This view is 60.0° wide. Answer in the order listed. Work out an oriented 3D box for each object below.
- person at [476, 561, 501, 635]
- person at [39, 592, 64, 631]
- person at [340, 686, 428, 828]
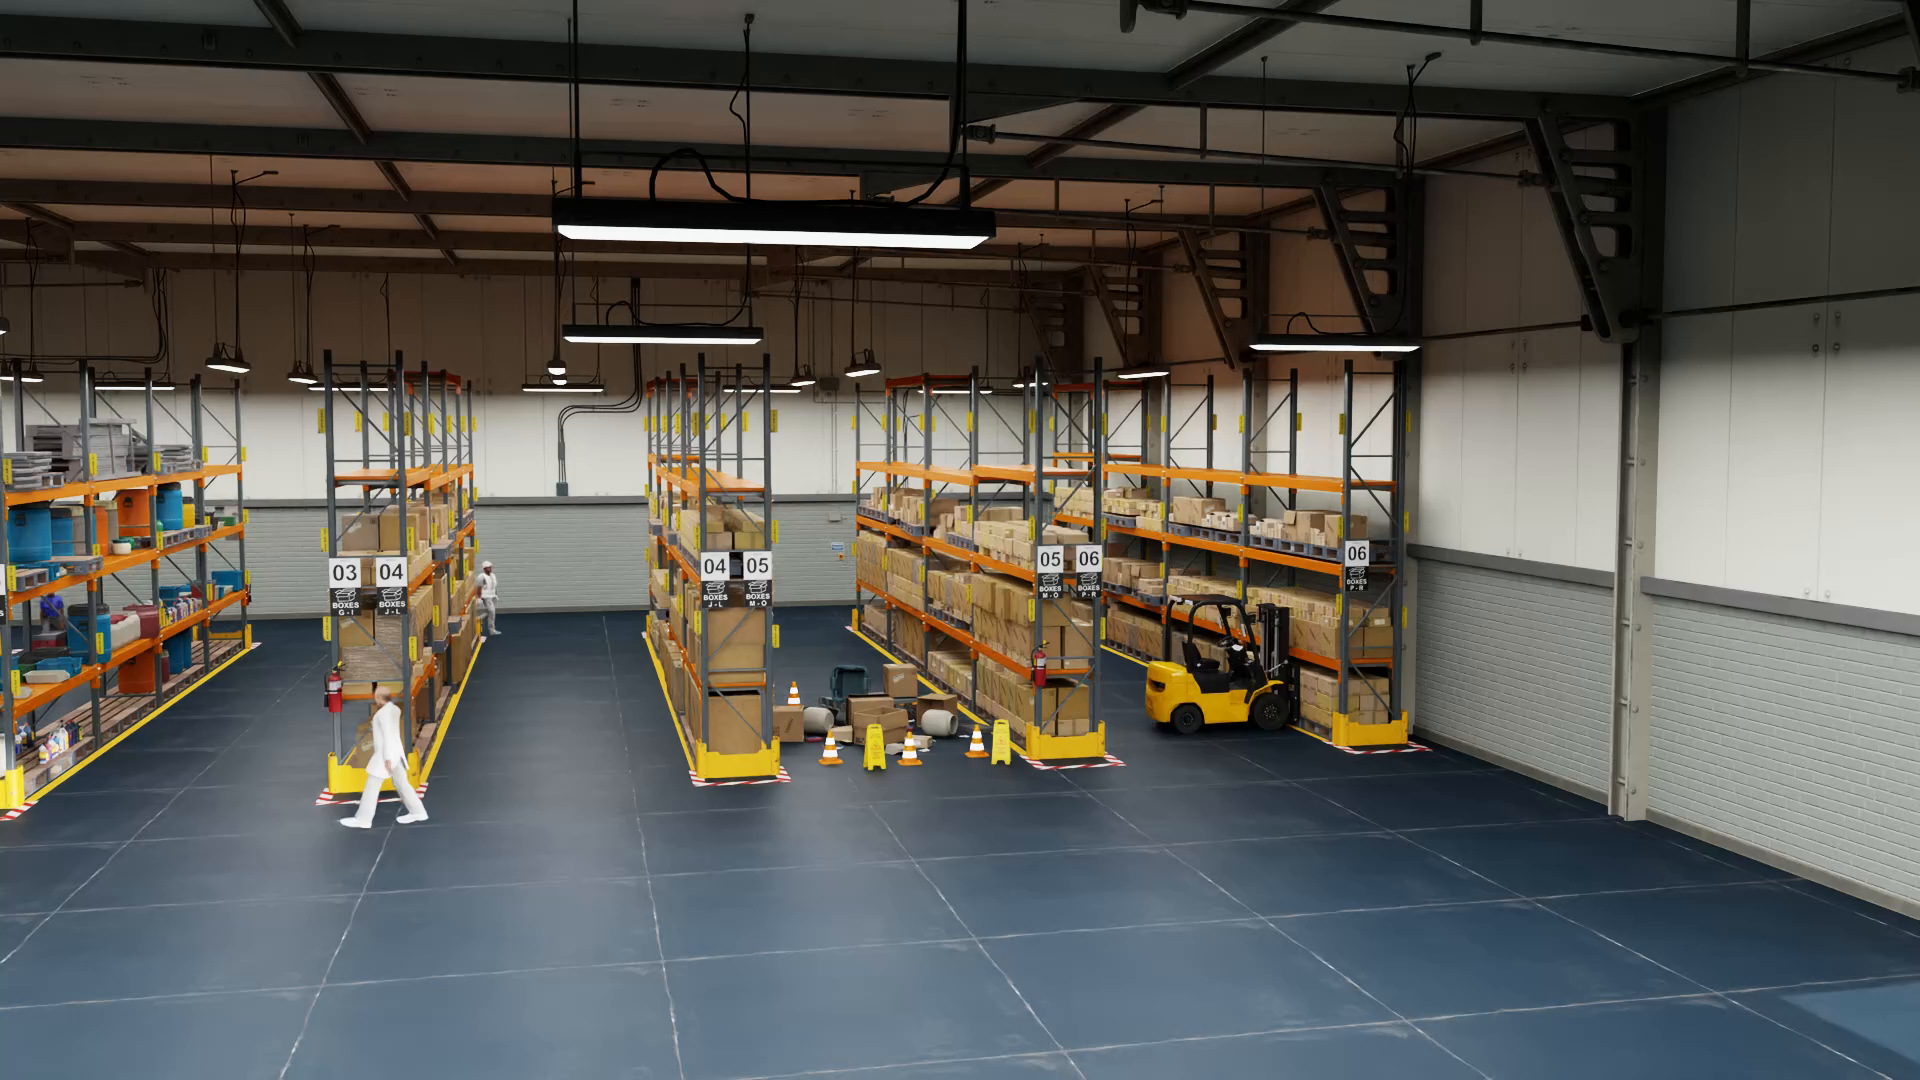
[{"bbox_3d":[-11.233,1.372,39.416,0.832,1.766,0.556,1,4,14],"label":"person"},{"bbox_3d":[-19.235,1.728,35.275,0.450,1.610,0.863,-1,4,-16],"label":"person"},{"bbox_3d":[-7.171,2.688,20.721,0.980,1.742,0.609,0,4,-1],"label":"person"}]
